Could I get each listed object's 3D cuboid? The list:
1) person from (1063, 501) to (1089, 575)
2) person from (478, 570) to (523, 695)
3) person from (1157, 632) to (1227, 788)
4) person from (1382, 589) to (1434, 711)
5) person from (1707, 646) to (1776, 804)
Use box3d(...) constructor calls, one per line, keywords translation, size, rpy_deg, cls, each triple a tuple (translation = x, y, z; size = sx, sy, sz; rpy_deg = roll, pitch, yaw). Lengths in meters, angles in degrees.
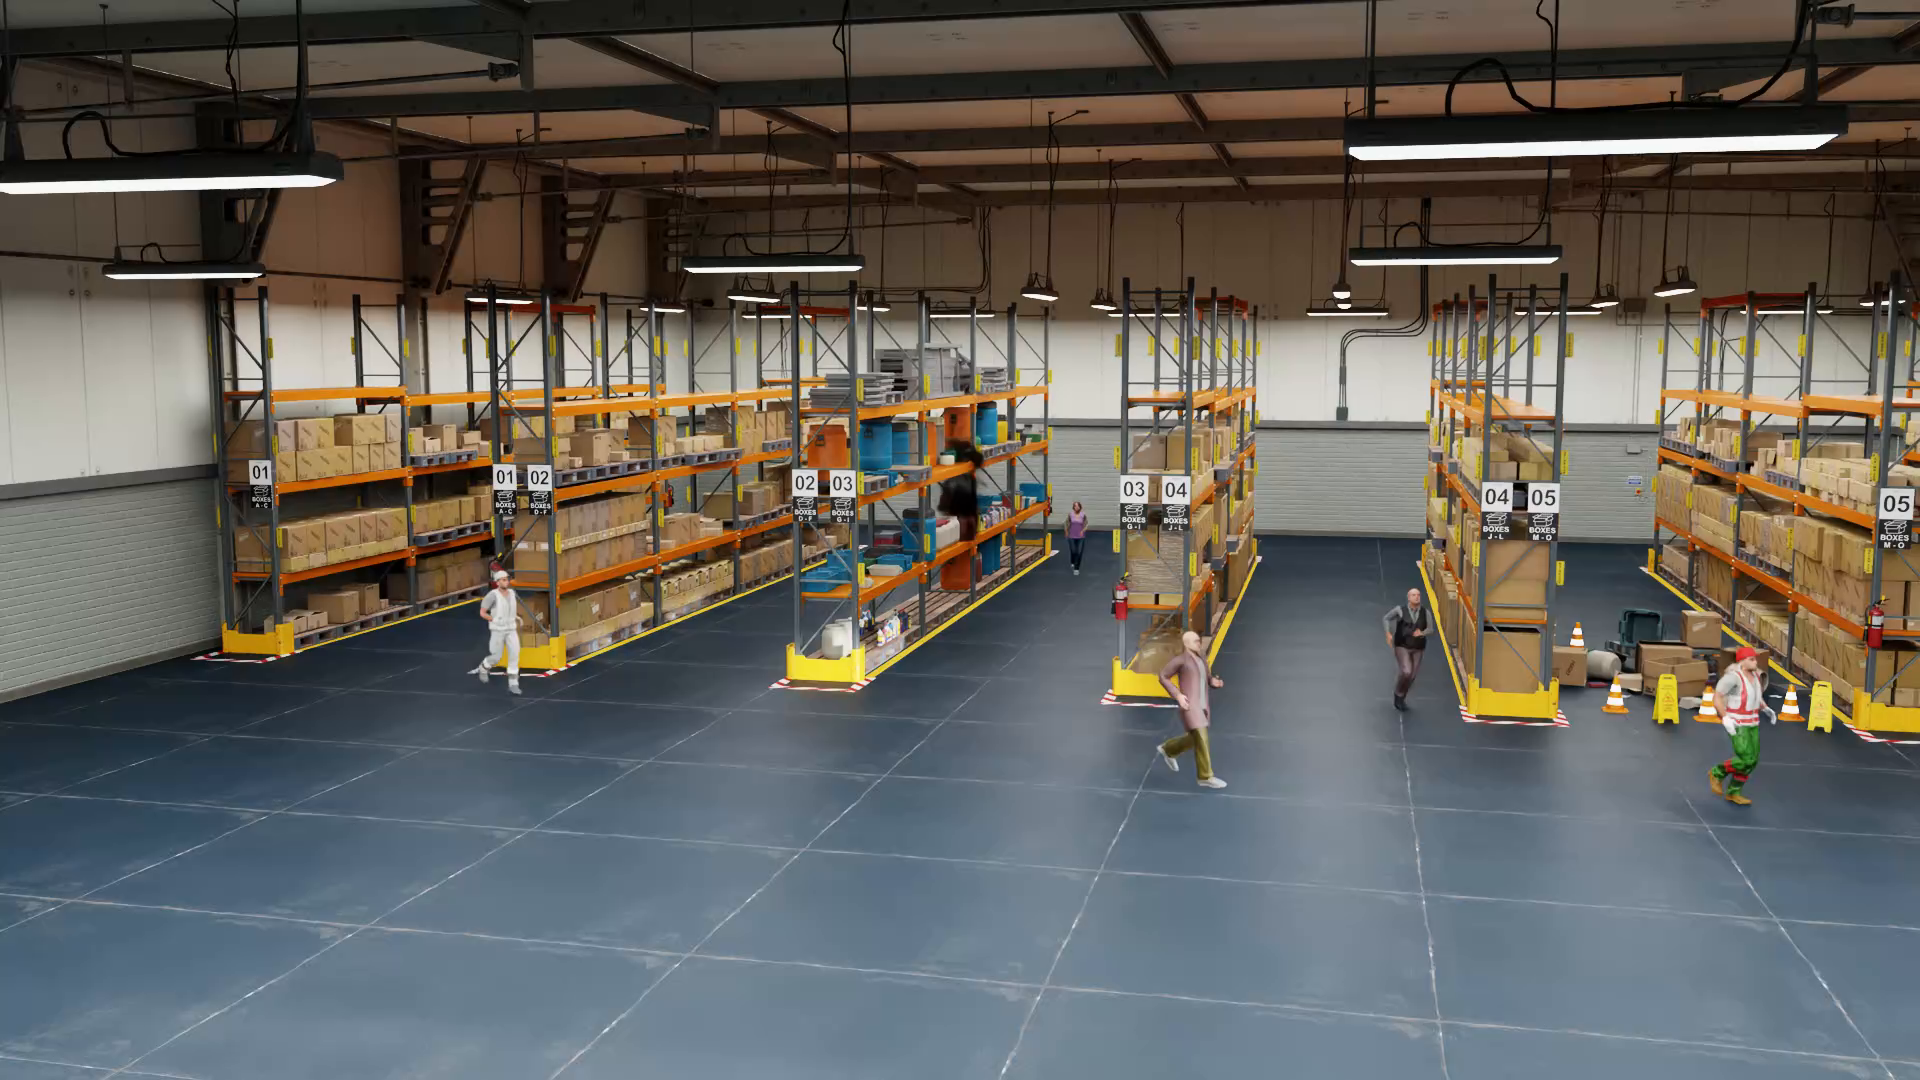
box3d(translation=(2.434, -0.038, 34.762), size=(0.536, 1.544, 0.493), rpy_deg=(0, 7, 2), cls="person")
box3d(translation=(-6.678, 1.330, 24.295), size=(0.995, 1.778, 0.689), rpy_deg=(6, 9, 41), cls="person")
box3d(translation=(2.660, 1.923, 19.135), size=(1.021, 1.754, 0.715), rpy_deg=(6, 9, 41), cls="person")
box3d(translation=(6.248, 1.518, 23.080), size=(0.638, 1.693, 0.658), rpy_deg=(-1, 7, -8), cls="person")
box3d(translation=(8.629, 2.035, 18.345), size=(0.673, 1.751, 0.590), rpy_deg=(-4, 8, -31), cls="person")
